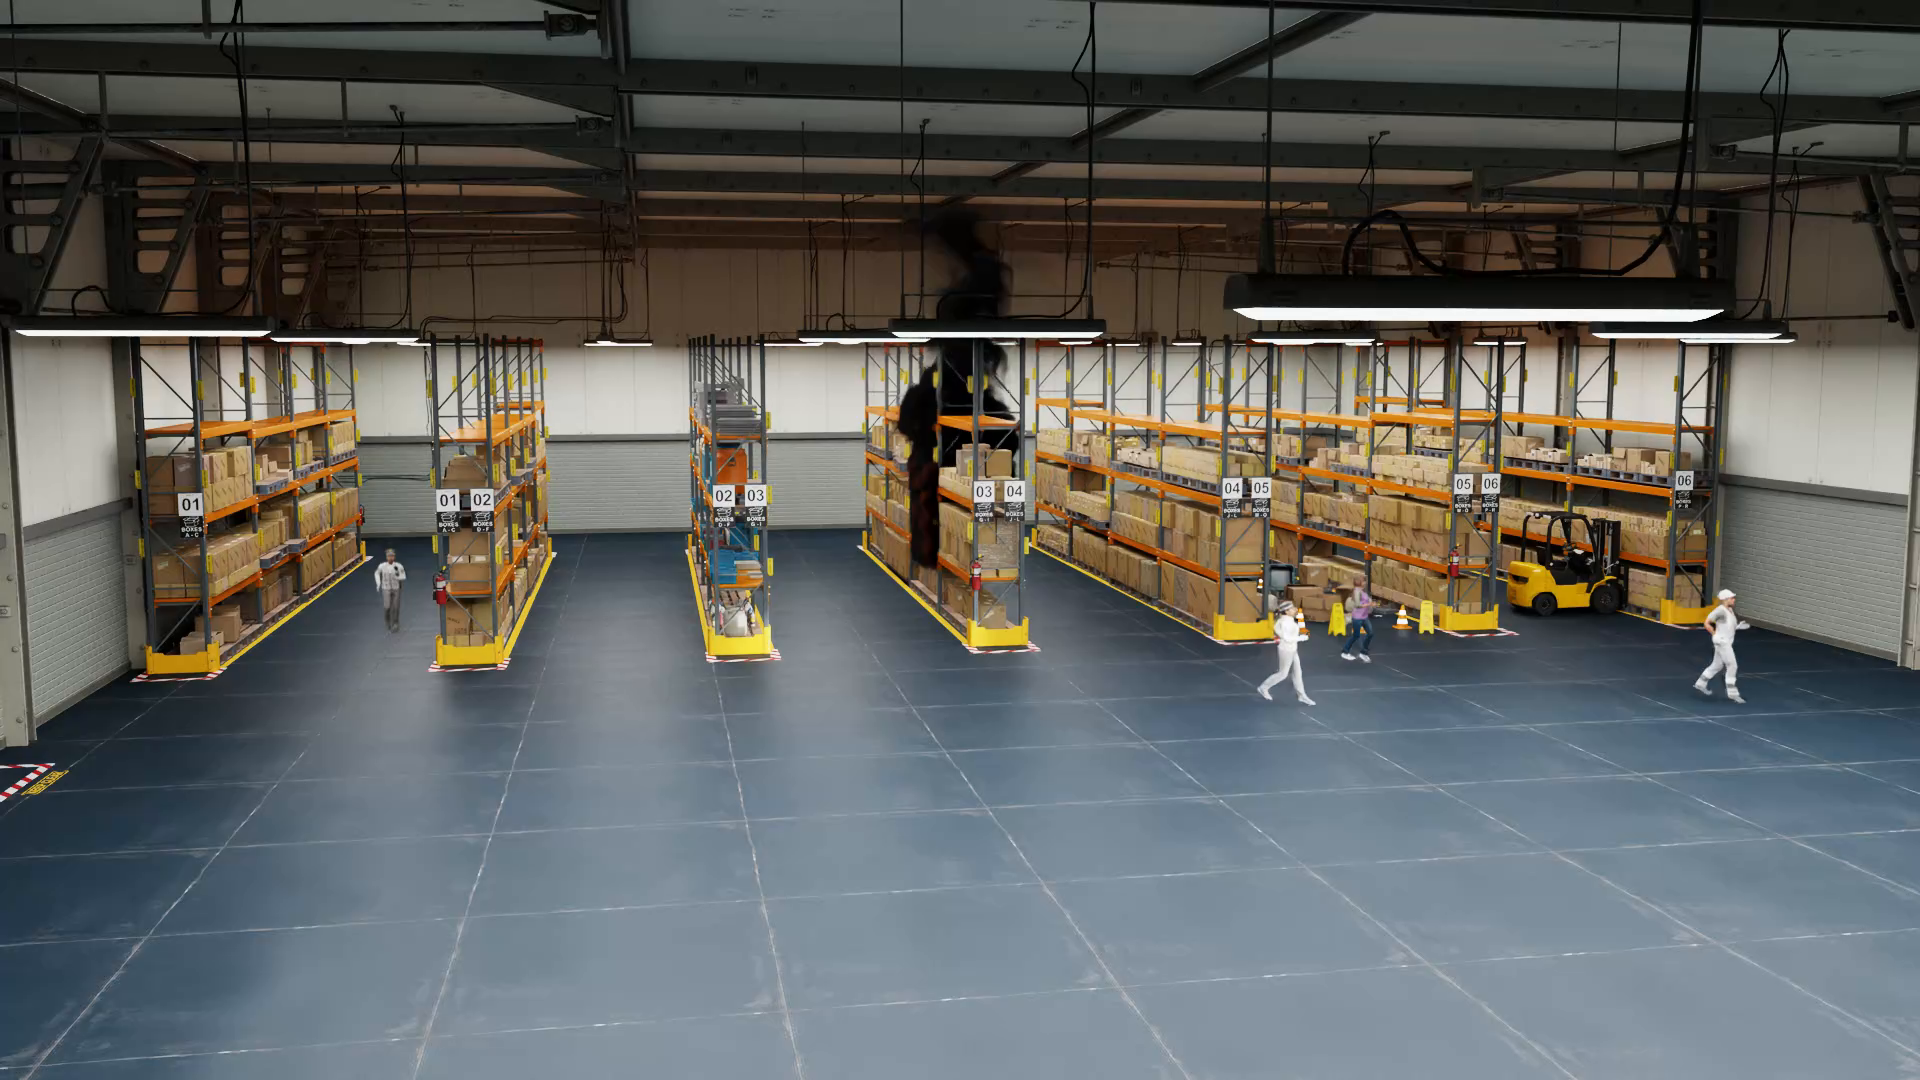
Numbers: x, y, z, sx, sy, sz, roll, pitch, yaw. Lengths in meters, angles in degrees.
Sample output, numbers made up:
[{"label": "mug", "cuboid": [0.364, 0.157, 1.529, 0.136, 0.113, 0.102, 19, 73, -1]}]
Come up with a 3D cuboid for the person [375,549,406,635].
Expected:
[{"label": "person", "cuboid": [-11.486, 1.047, 33.579, 0.576, 1.744, 0.732, -3, 7, -21]}]

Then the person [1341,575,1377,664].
[{"label": "person", "cuboid": [7.302, 1.460, 30.367, 0.667, 1.632, 0.514, 4, 8, 34]}]

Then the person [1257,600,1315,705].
[{"label": "person", "cuboid": [5.261, 1.801, 26.747, 0.920, 1.701, 0.612, 2, 7, 19]}]

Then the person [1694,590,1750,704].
[{"label": "person", "cuboid": [12.451, 1.714, 27.138, 0.831, 1.822, 0.653, 4, 8, 34]}]
